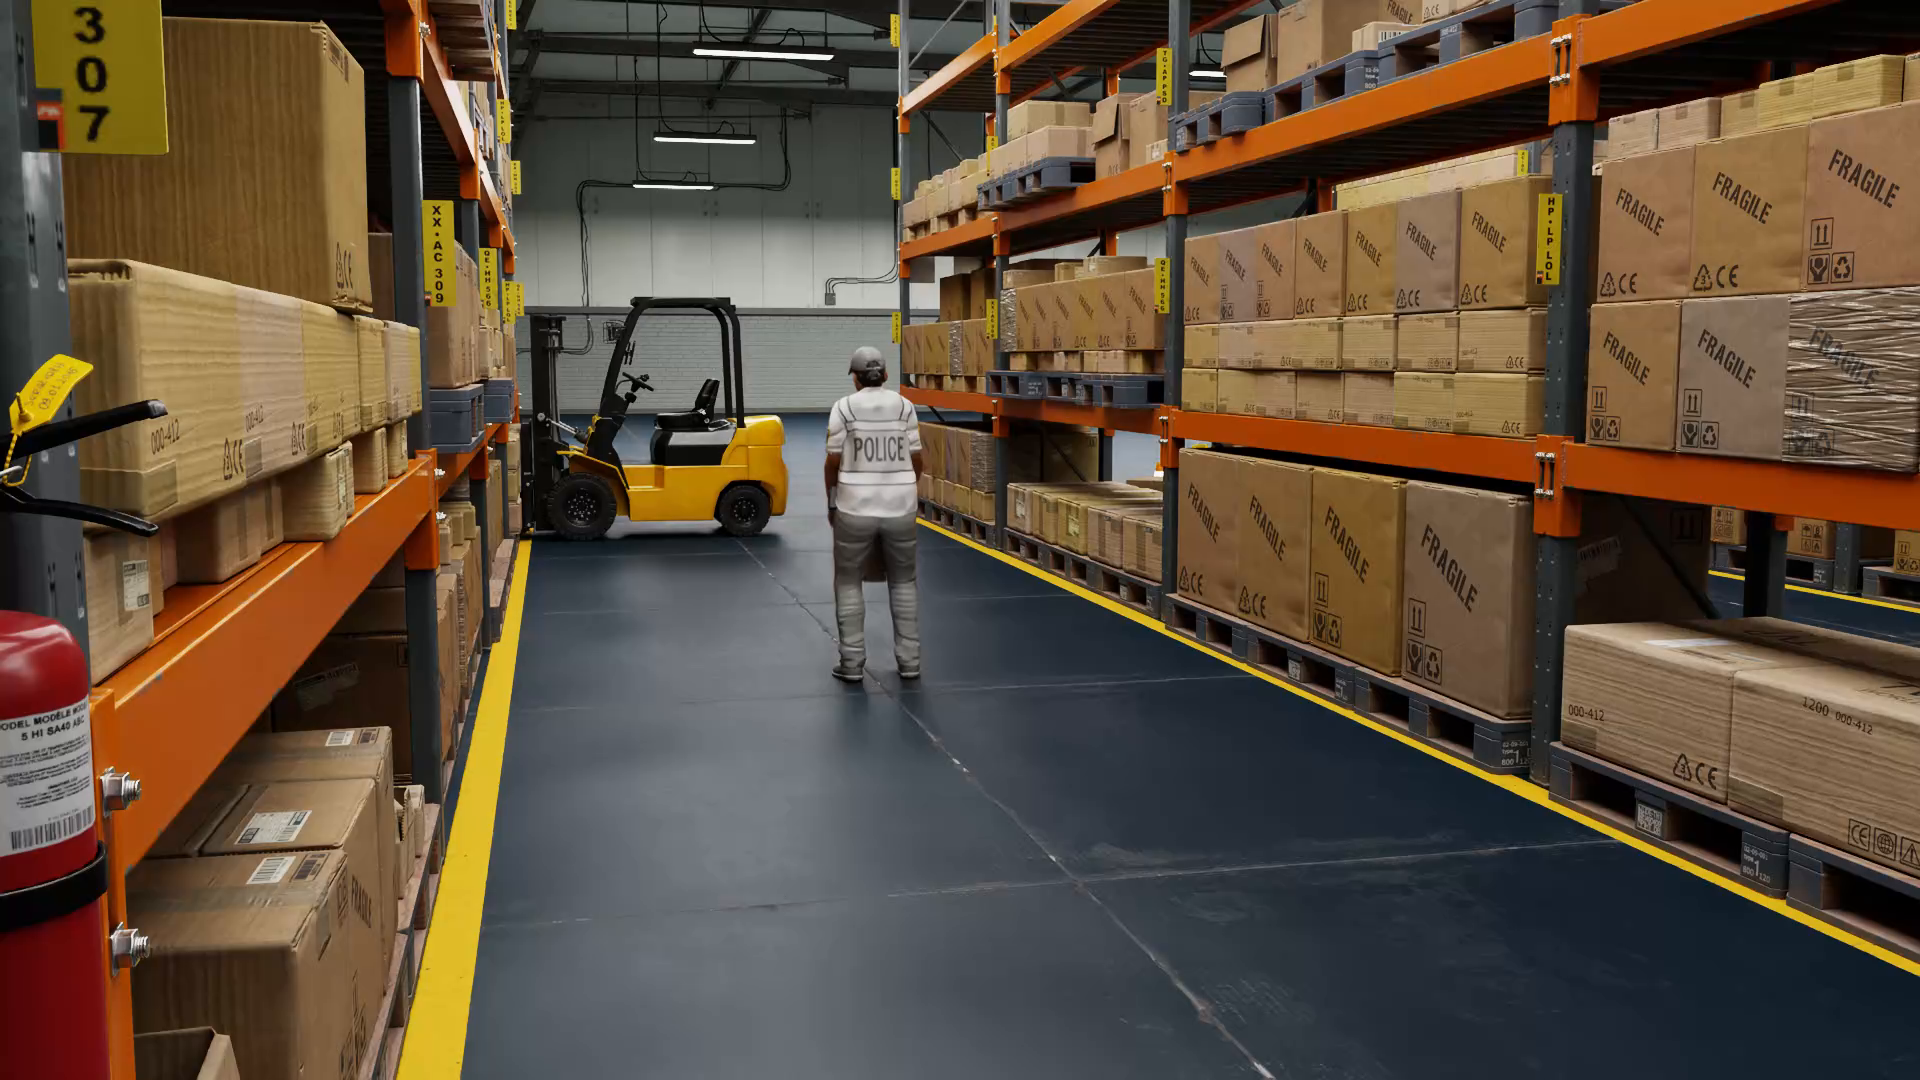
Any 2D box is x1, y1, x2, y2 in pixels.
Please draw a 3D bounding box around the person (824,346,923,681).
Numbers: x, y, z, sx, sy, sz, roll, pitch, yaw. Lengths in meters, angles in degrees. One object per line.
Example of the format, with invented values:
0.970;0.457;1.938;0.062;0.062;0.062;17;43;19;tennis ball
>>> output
-0.428;-0.133;8.347;0.521;1.671;0.415;-2;6;-15;person
